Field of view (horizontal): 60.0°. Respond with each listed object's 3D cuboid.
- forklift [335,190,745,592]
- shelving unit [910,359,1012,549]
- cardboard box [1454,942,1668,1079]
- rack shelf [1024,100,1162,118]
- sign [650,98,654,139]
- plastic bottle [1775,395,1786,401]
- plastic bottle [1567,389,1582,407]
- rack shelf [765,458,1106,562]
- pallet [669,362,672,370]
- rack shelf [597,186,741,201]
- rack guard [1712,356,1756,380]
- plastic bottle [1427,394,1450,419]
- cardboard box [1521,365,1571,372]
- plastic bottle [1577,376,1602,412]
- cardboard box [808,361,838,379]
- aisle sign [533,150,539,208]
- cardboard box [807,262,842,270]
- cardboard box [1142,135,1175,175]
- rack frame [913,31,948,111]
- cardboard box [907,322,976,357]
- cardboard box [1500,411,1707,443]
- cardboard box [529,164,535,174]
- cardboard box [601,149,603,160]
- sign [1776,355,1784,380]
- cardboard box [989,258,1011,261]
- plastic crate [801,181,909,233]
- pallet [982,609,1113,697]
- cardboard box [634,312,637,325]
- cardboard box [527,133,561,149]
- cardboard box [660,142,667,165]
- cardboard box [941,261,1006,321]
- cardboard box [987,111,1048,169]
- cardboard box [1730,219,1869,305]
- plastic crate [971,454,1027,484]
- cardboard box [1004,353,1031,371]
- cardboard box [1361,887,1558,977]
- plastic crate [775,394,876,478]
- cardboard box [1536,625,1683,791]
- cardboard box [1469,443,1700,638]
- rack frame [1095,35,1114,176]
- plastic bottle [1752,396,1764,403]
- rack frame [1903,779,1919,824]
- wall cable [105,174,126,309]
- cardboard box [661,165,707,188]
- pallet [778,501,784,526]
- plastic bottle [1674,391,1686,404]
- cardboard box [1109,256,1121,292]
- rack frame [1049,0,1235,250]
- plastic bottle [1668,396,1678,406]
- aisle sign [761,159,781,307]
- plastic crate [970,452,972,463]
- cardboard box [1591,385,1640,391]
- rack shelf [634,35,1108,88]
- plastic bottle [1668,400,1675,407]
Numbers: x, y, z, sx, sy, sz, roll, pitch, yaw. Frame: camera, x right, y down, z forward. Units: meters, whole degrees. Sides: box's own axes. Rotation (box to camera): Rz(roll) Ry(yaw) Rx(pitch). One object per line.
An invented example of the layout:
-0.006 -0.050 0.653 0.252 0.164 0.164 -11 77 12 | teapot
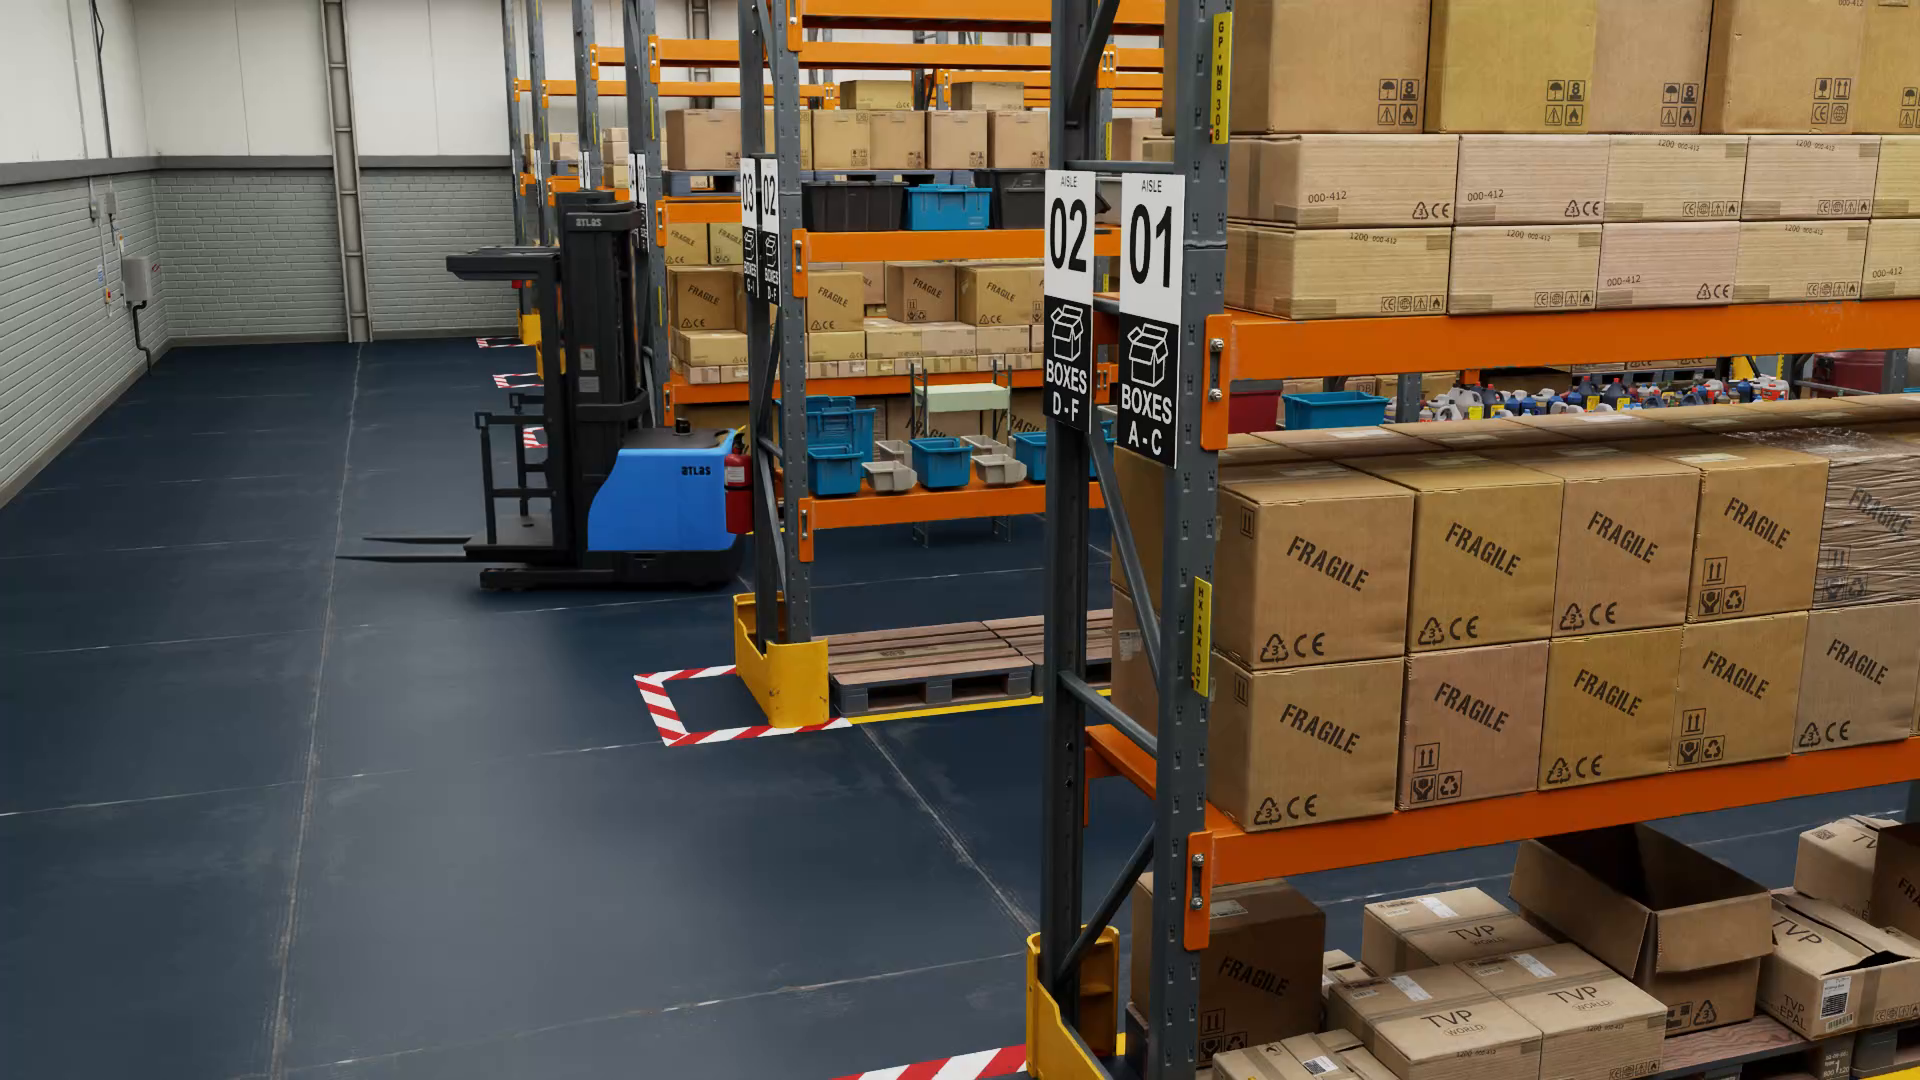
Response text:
-3.245 -1.161 12.691 3.031 2.935 1.130 0 13 -1 | forklift
0.006 -0.730 13.971 0.755 1.500 0.431 -4 14 -18 | shelving unit
2.053 1.645 5.736 0.500 0.250 0.500 -4 14 -18 | cardboard box
2.074 -7.974 30.638 4.000 0.370 1.077 -4 14 -18 | rack shelf
-2.485 -3.401 13.416 0.005 0.325 0.100 -4 14 -18 | sign
5.740 -0.882 11.647 0.097 0.271 0.097 0 13 0 | plastic bottle
4.404 -0.949 11.927 0.097 0.271 0.097 0 13 0 | plastic bottle
0.819 -0.311 10.524 4.000 0.370 1.077 -4 14 -18 | rack shelf
-3.930 -2.582 24.542 1.213 0.211 1.003 -4 14 -18 | pallet
-2.247 -3.952 19.348 4.000 0.370 1.077 -4 14 -18 | rack shelf
11.045 -2.662 24.253 0.348 0.500 1.175 -4 14 -18 | rack guard
3.331 -0.875 11.609 0.135 0.276 0.152 -4 14 -18 | plastic bottle
7.849 -2.783 23.043 0.875 0.875 0.875 -4 14 -17 | cardboard box
4.525 -1.006 11.996 0.185 0.351 0.144 -4 14 -18 | plastic bottle
-1.241 -1.508 14.543 0.250 0.149 0.380 -5 14 -19 | cardboard box
-5.984 -5.101 23.487 0.004 0.787 0.394 -4 14 -18 | aisle sign
-1.684 -3.012 19.463 0.500 0.500 0.500 -5 14 -18 | cardboard box
0.905 -1.150 5.259 0.500 0.250 0.500 -4 14 -18 | cardboard box
-0.351 -5.909 19.539 0.127 3.000 1.000 -4 14 -18 | rack frame
-0.173 -1.800 14.911 0.500 0.250 0.500 -4 14 -17 | cardboard box
2.289 -0.170 5.998 0.500 0.500 0.500 -4 14 -16 | cardboard box
-7.027 -6.171 27.667 0.250 0.149 0.380 -4 14 -17 | cardboard box
-5.047 -5.465 23.573 0.250 0.149 0.380 -6 14 -22 | cardboard box
6.324 -1.304 12.789 0.005 0.325 0.100 -4 14 -18 | sign
0.431 -3.312 19.935 0.250 0.149 0.380 -4 14 -17 | cardboard box
-0.623 -1.877 9.351 0.590 0.269 0.497 -4 14 -18 | plastic crate
0.872 0.701 10.738 1.213 0.211 1.003 -4 14 -18 | pallet
-3.731 -2.525 18.819 0.250 0.149 0.380 -5 14 -19 | cardboard box
-6.903 -6.614 27.584 0.500 0.250 0.500 -5 14 -19 | cardboard box
-3.149 -4.339 18.664 0.500 0.250 0.500 -5 14 -19 | cardboard box
0.130 -2.318 15.466 0.500 0.500 0.500 -4 14 -18 | cardboard box
0.412 -3.585 14.911 0.500 0.500 0.700 -5 14 -21 | cardboard box
2.491 -0.905 5.308 0.500 0.250 0.500 -4 14 -18 | cardboard box
0.236 -0.416 9.850 0.298 0.136 0.250 -4 14 -18 | plastic crate
0.463 -1.641 15.101 0.250 0.149 0.380 -5 14 -19 | cardboard box
1.847 1.539 6.182 0.500 0.250 0.500 -4 14 -18 | cardboard box
-0.819 -0.626 10.085 0.499 0.435 0.616 -4 14 -18 | plastic crate
1.968 0.474 5.453 0.500 0.500 0.500 -4 14 -18 | cardboard box
1.973 -0.013 5.339 0.500 0.500 0.500 -4 14 -17 | cardboard box
1.135 -4.814 14.934 0.127 3.000 1.000 -4 14 -18 | rack frame
5.555 -0.868 11.587 0.097 0.271 0.097 0 13 0 | plastic bottle
4.291 0.278 6.493 0.127 3.000 1.000 -4 14 -18 | rack frame
-11.617 -4.157 22.940 0.122 1.984 0.588 -4 14 -18 | wall cable
-3.135 -4.097 18.725 0.500 0.250 0.500 -4 14 -16 | cardboard box
-1.923 -0.319 15.030 1.213 0.211 1.003 -4 14 -18 | pallet
5.309 -1.000 12.293 0.097 0.201 0.097 0 13 0 | plastic bottle
1.738 -2.481 15.706 0.637 0.503 0.797 -5 14 -20 | cardboard box
0.500 -2.346 4.557 0.127 3.000 1.000 -4 14 -18 | rack frame
4.954 -0.858 11.518 0.133 0.283 0.061 -4 14 -18 | plastic bottle
-1.050 -1.708 9.223 0.004 0.787 0.394 -4 14 -18 | aisle sign
-0.082 -0.533 10.340 0.243 0.136 0.396 -4 14 -18 | plastic crate
7.140 -1.370 17.873 0.500 0.500 0.700 -6 15 -23 | cardboard box
-0.761 -4.122 14.443 4.000 0.370 1.077 -4 14 -18 | rack shelf
4.874 -0.816 11.344 0.133 0.283 0.061 -4 14 -18 | plastic bottle
